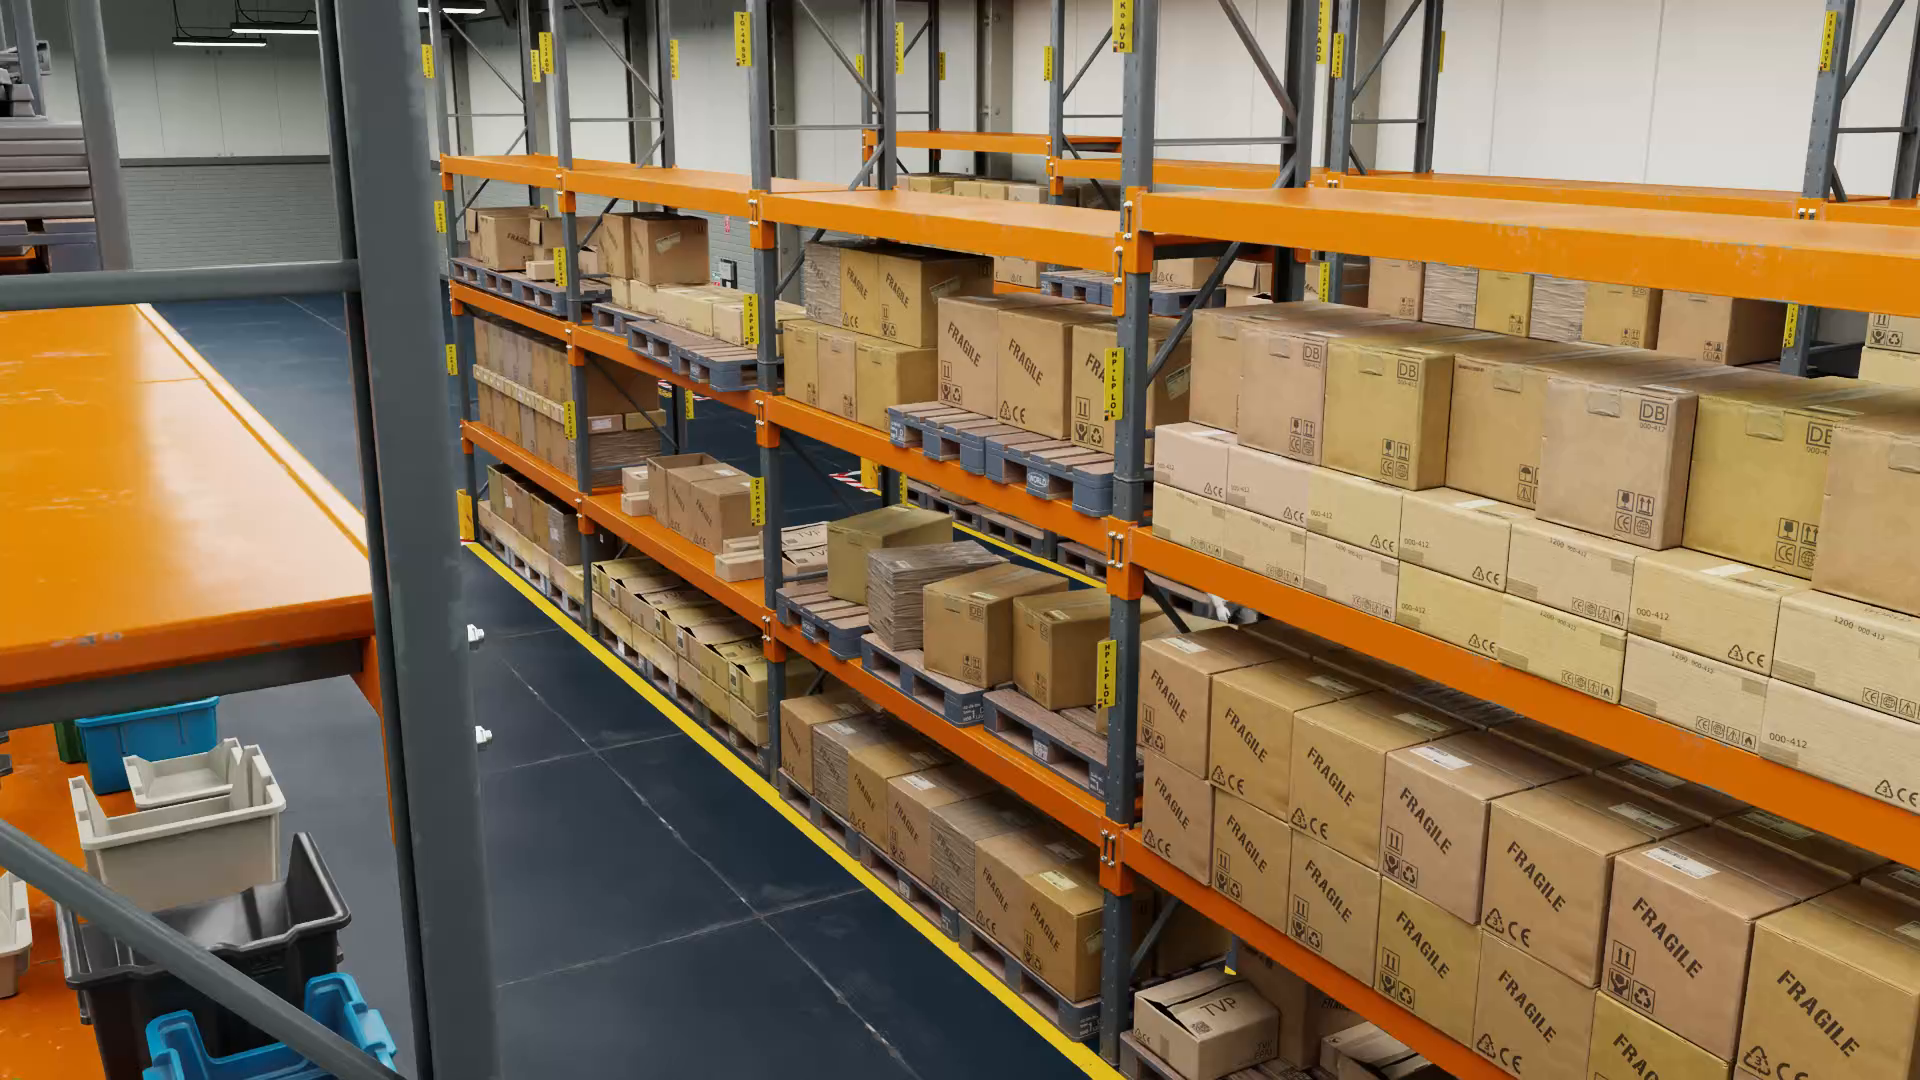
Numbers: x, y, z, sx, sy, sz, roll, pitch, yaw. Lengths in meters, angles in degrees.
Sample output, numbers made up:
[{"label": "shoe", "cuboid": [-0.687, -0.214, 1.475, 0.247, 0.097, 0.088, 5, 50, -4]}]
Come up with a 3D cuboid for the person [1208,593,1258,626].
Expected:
[{"label": "person", "cuboid": [2.148, 0.468, 13.199, 0.492, 1.640, 0.961, -8, 17, -26]}]
